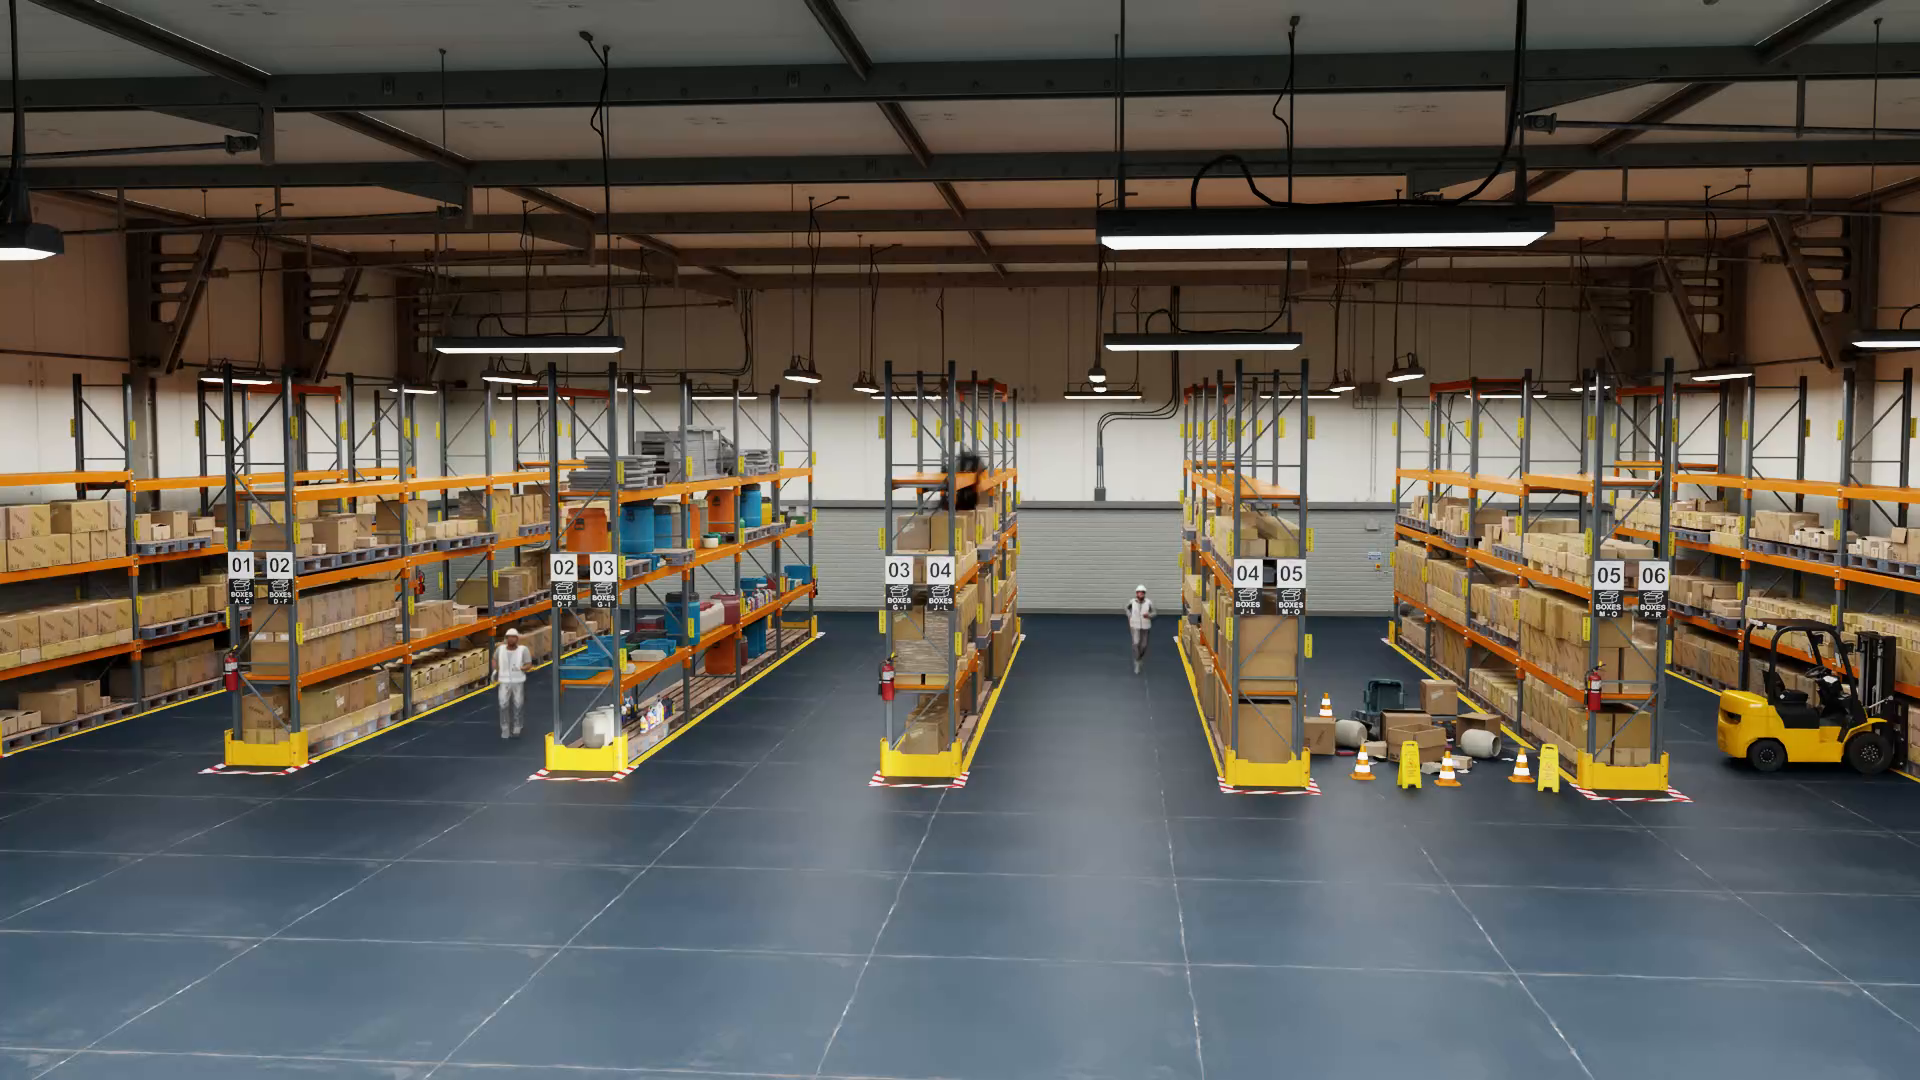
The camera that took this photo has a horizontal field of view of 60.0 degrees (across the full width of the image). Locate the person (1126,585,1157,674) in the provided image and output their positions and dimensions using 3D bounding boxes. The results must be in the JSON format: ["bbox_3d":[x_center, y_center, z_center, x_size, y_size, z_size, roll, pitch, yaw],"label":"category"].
[{"bbox_3d":[3.744,1.851,34.695,0.531,1.824,1.000,0,4,-1],"label":"person"}]

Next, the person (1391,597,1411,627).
[{"bbox_3d":[10.789,1.486,40.479,0.582,1.706,0.760,3,5,42],"label":"person"}]

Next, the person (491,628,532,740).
[{"bbox_3d":[-7.286,2.340,27.010,0.660,1.806,0.725,-1,4,-10],"label":"person"}]
